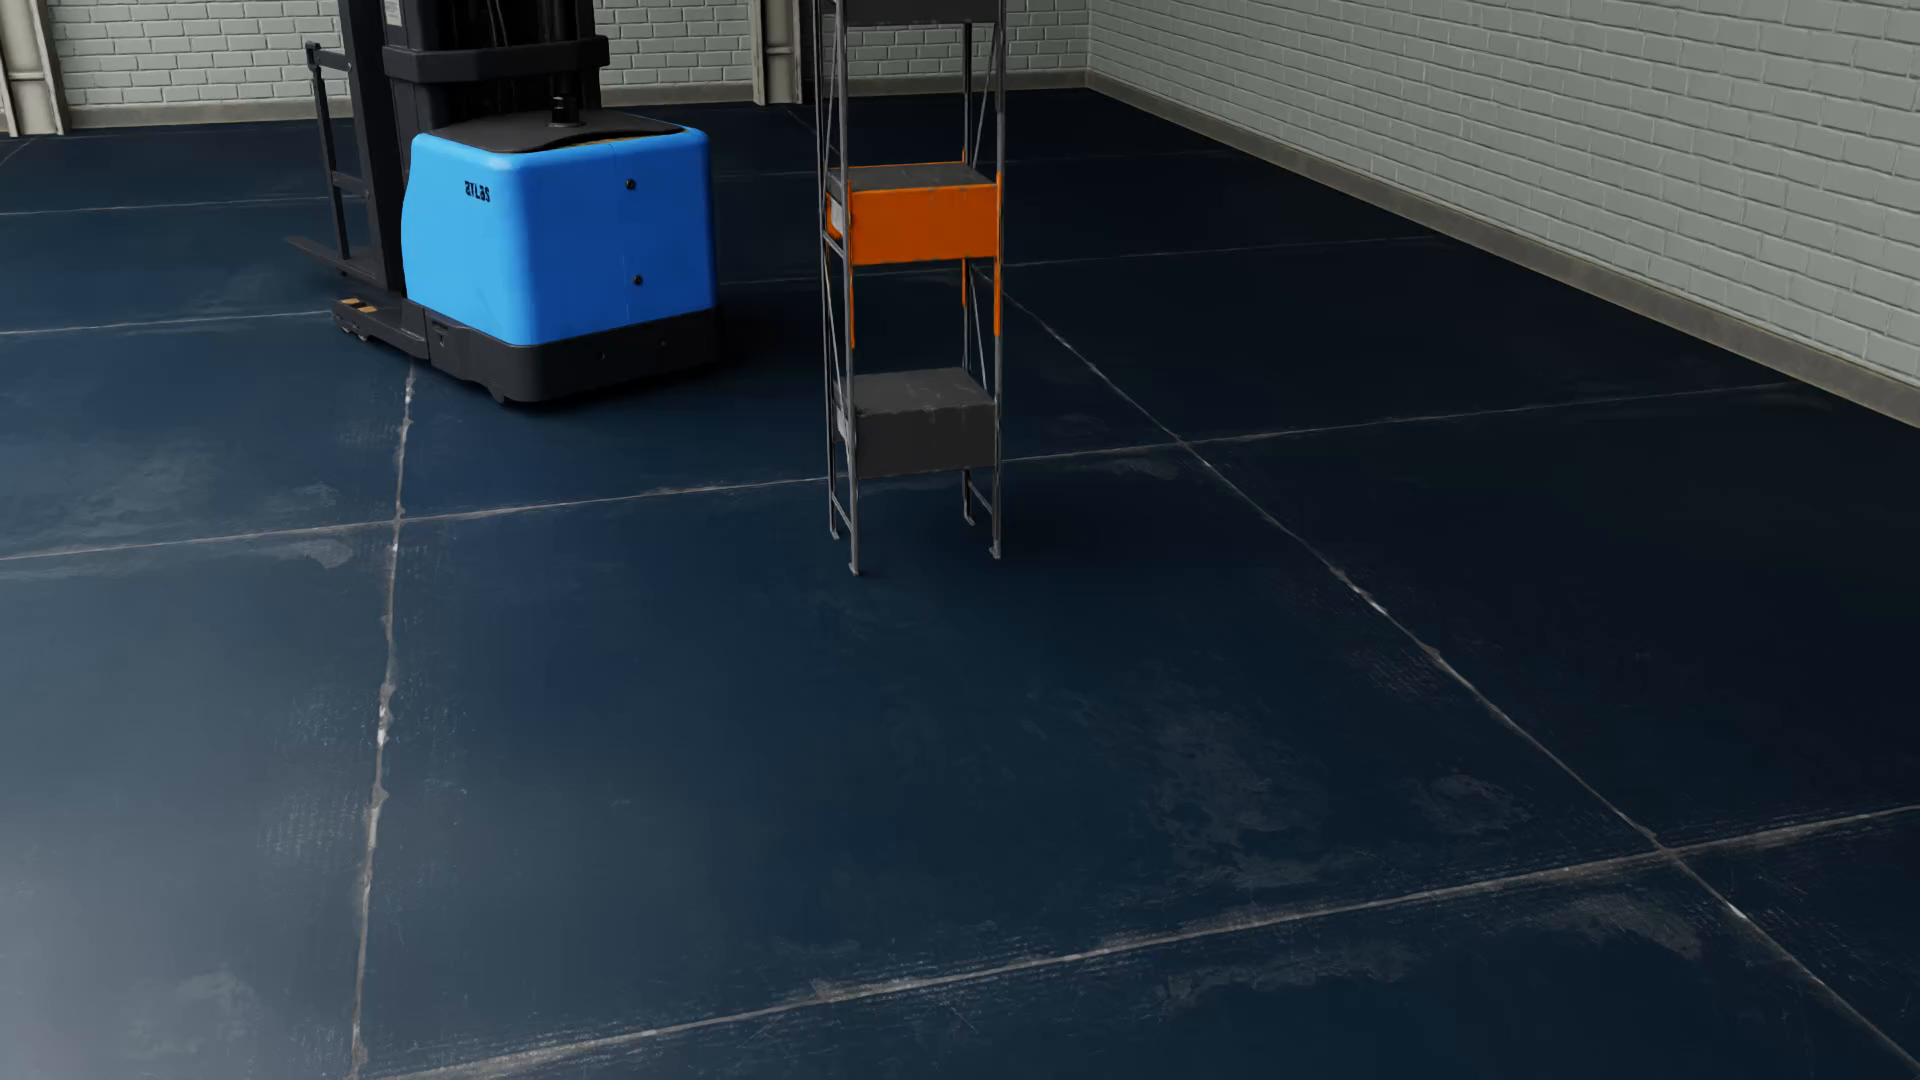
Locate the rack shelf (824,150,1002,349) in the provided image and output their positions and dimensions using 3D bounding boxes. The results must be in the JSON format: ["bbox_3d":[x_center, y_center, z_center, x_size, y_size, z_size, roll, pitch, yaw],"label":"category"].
[{"bbox_3d":[-0.159,-0.935,5.300,0.480,0.518,0.431,-6,24,-14],"label":"rack shelf"}]

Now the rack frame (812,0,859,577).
[{"bbox_3d":[-0.394,-0.921,5.234,0.015,2.100,0.400,-6,24,-14],"label":"rack frame"}]

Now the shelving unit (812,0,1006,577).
[{"bbox_3d":[-0.159,-0.947,5.295,0.503,2.100,0.431,-6,24,-14],"label":"shelving unit"}]

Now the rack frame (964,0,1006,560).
[{"bbox_3d":[0.076,-0.973,5.355,0.015,2.100,0.400,-6,24,-14],"label":"rack frame"}]

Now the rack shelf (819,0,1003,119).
[{"bbox_3d":[-0.159,-1.578,5.024,0.480,0.518,0.431,-6,24,-14],"label":"rack shelf"}]

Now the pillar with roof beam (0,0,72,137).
[{"bbox_3d":[-6.243,-5.788,7.827,0.400,9.000,9.100,-6,24,-14],"label":"pillar with roof beam"}]

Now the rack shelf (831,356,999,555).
[{"bbox_3d":[-0.159,-0.291,5.576,0.480,0.518,0.431,-6,24,-14],"label":"rack shelf"}]

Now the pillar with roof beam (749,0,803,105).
[{"bbox_3d":[-0.466,-6.427,9.316,0.400,9.000,9.100,-6,24,-14],"label":"pillar with roof beam"}]

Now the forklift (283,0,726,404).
[{"bbox_3d":[-2.409,-2.418,7.668,1.130,2.935,3.031,-19,30,-38],"label":"forklift"}]
